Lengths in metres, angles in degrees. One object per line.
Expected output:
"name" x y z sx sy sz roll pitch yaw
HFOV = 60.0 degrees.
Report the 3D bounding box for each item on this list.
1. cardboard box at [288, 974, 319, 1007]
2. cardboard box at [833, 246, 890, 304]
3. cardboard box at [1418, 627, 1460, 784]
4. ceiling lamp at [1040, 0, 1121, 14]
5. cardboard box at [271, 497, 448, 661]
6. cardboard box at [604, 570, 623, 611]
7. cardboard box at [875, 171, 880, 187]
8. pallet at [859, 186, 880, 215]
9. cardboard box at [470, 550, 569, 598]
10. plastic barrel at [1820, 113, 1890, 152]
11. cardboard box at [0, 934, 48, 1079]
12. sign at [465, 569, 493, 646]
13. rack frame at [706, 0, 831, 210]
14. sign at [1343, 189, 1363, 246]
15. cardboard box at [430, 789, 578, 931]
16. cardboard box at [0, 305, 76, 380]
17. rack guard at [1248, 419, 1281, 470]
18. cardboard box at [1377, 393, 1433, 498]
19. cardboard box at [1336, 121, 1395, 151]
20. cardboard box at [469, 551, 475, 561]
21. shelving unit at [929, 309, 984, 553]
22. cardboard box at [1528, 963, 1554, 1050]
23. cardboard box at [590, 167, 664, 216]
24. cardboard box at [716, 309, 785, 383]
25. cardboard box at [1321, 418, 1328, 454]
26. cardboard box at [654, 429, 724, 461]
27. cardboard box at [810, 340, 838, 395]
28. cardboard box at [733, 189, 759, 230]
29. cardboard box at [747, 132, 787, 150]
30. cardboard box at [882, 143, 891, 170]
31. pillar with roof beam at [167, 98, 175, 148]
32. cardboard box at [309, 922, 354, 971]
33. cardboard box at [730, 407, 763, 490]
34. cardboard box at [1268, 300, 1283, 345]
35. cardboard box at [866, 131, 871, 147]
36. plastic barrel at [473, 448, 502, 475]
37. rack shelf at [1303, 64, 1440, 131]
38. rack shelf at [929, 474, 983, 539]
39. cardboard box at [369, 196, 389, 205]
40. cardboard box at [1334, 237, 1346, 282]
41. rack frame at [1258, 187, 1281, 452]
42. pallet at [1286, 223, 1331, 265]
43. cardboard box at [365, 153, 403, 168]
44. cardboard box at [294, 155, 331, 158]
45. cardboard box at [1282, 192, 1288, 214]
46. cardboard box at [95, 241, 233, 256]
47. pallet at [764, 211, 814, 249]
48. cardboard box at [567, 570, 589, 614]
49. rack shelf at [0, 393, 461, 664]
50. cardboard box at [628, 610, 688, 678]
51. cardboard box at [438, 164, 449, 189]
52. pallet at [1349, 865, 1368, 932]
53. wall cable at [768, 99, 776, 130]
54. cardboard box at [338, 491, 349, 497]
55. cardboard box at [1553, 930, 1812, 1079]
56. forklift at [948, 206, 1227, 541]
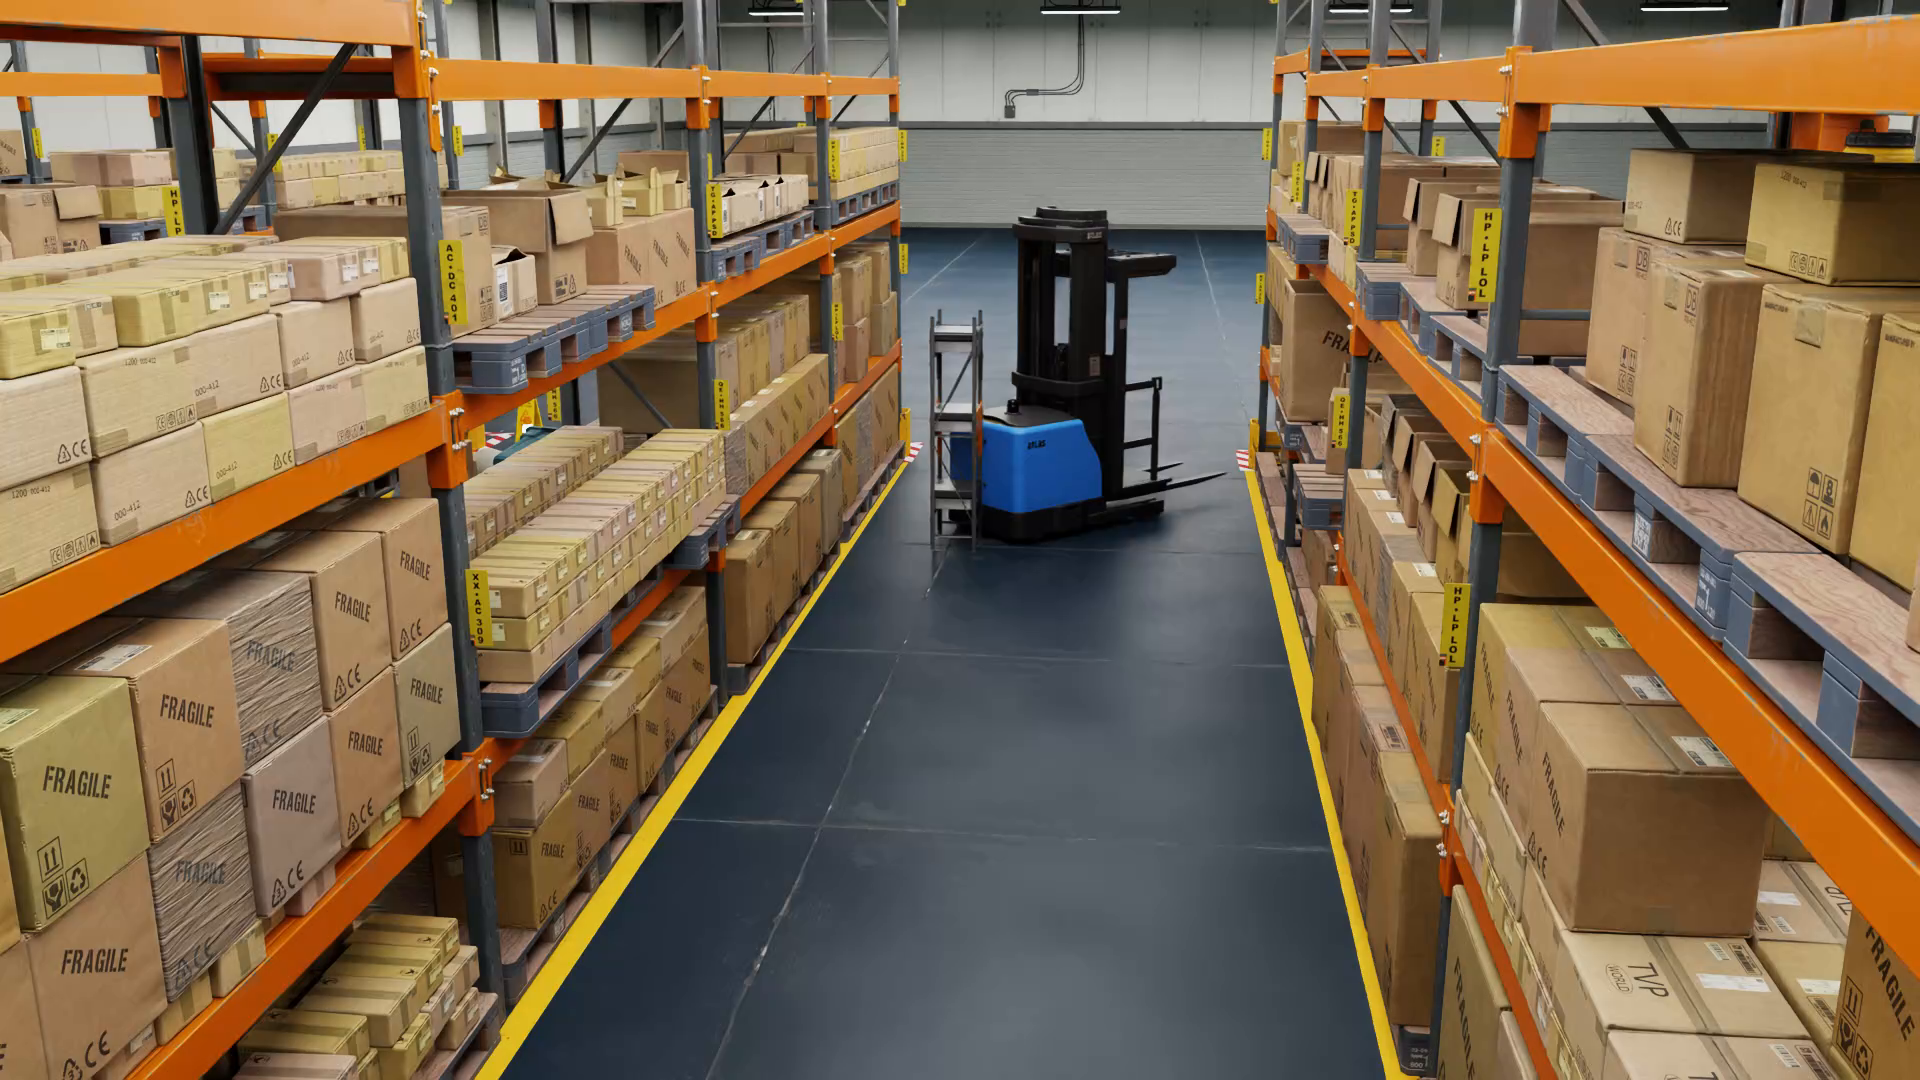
"cardboard box" -2.812 1.865 6.692 0.380 0.149 0.250 2 15 7
"cardboard box" -1.211 -2.783 17.439 0.875 0.550 0.550 2 15 6
"cardboard box" 2.184 0.677 6.807 0.500 0.500 0.500 2 15 6
"ceiling lamp" 3.015 -14.675 41.100 2.000 3.185 0.800 2 15 6
"cardboard box" -2.298 0.138 6.316 0.500 0.500 0.500 1 15 4
"cardboard box" -1.897 0.245 8.275 0.380 0.149 0.250 1 15 4
"cardboard box" -1.004 -3.582 16.488 0.380 0.149 0.250 2 15 7
"pallet" -1.368 -3.325 16.223 1.003 0.211 1.213 2 15 6
"cardboard box" -1.987 0.153 7.475 0.380 0.149 0.250 2 15 8
"plastic barrel" 8.750 -3.840 16.330 0.600 0.830 0.708 2 15 6
"cardboard box" -2.605 1.280 4.007 0.500 0.500 0.500 2 15 6
"sign" -1.974 0.279 6.814 0.100 0.325 0.005 2 15 6
"rack frame" -1.611 -4.288 13.869 1.000 3.000 0.127 2 15 6
"sign" 2.315 -1.897 9.780 0.100 0.325 0.005 2 15 6
"cardboard box" -2.167 1.503 7.930 0.500 0.500 0.500 2 15 8
"cardboard box" -2.476 -0.499 4.168 0.380 0.149 0.250 2 15 8
"rack guard" 3.748 -1.031 18.105 1.175 0.500 0.348 2 15 6
"cardboard box" 2.756 -0.526 9.335 0.797 0.503 0.637 2 15 8
"cardboard box" 3.834 -3.729 15.829 0.500 0.500 0.500 2 15 6
"cardboard box" -2.579 0.145 8.074 0.380 0.149 0.250 1 15 4
"shelving unit" -0.029 -0.969 14.809 0.431 2.100 0.503 2 15 6
"cardboard box" 1.893 1.379 4.884 0.380 0.149 0.250 2 15 7
"cardboard box" -1.893 -1.975 9.401 0.396 0.266 0.258 2 15 6
"cardboard box" -1.775 -1.530 13.054 0.700 0.500 0.500 2 15 7
"cardboard box" 2.774 -0.761 11.770 0.396 0.266 0.258 1 15 5
"cardboard box" -1.662 -0.583 10.196 0.380 0.149 0.250 1 15 4
"cardboard box" -1.581 -1.561 14.988 0.875 0.550 0.550 2 15 6
"cardboard box" -1.706 -2.293 11.527 0.500 0.250 0.500 2 15 8
"cardboard box" -1.801 -3.655 15.230 0.380 0.149 0.250 2 15 7
"cardboard box" -0.995 -3.935 17.031 0.500 0.250 0.500 2 15 6
"pillar with roof beam" -7.042 -6.866 23.402 9.100 9.000 0.400 2 15 6
"cardboard box" -2.759 1.652 6.911 0.380 0.149 0.250 2 15 9
"cardboard box" -1.689 -0.644 11.692 0.500 0.500 0.500 2 15 6
"cardboard box" 3.668 -2.307 17.275 0.875 0.500 0.500 2 15 6
"cardboard box" -1.061 -3.834 15.893 0.380 0.149 0.250 2 15 6
"plastic barrel" -4.818 -0.725 17.121 0.421 0.421 0.512 -14 20 -42
"rack shelf" 3.080 -3.057 11.460 1.077 0.370 4.000 2 15 6
"rack shelf" -0.030 -0.280 14.995 0.431 0.518 0.480 2 15 6
"cardboard box" -5.981 -3.376 16.722 0.380 0.149 0.250 2 15 6
"cardboard box" 2.707 -1.818 10.767 0.500 0.250 0.500 2 15 6
"rack frame" 3.757 -2.257 17.852 1.000 3.000 0.127 2 15 6
"pallet" 3.016 -2.151 12.072 1.213 0.211 1.003 2 15 6
"cardboard box" -5.992 -3.968 17.384 0.380 0.149 0.250 2 15 7
"cardboard box" -6.535 -3.781 16.693 0.380 0.149 0.250 2 15 7
"cardboard box" 3.280 -3.118 15.576 0.500 0.250 0.500 2 15 8
"cardboard box" -2.851 -0.989 5.979 0.380 0.149 0.250 1 15 4
"pallet" -1.666 -2.509 13.401 0.805 0.209 1.217 1 15 4
"cardboard box" -1.956 0.235 7.742 0.380 0.149 0.250 2 15 8
"rack shelf" -2.740 0.101 4.763 1.077 0.370 4.000 2 15 6
"cardboard box" -1.925 0.604 9.819 0.500 0.250 0.500 2 15 7
"cardboard box" -5.880 -3.928 18.000 0.500 0.250 0.500 2 15 6
"pallet" 2.550 1.681 8.627 1.003 0.211 1.213 2 15 6
"wall cable" -6.965 -12.443 49.977 3.097 2.526 0.112 2 15 6
"cardboard box" -6.206 -0.532 15.935 0.500 0.250 0.500 1 15 4
"cardboard box" 1.912 1.289 4.454 0.500 0.250 0.500 2 15 6
"forklift" 1.345 -1.699 15.919 3.031 2.935 1.130 -12 19 -38
